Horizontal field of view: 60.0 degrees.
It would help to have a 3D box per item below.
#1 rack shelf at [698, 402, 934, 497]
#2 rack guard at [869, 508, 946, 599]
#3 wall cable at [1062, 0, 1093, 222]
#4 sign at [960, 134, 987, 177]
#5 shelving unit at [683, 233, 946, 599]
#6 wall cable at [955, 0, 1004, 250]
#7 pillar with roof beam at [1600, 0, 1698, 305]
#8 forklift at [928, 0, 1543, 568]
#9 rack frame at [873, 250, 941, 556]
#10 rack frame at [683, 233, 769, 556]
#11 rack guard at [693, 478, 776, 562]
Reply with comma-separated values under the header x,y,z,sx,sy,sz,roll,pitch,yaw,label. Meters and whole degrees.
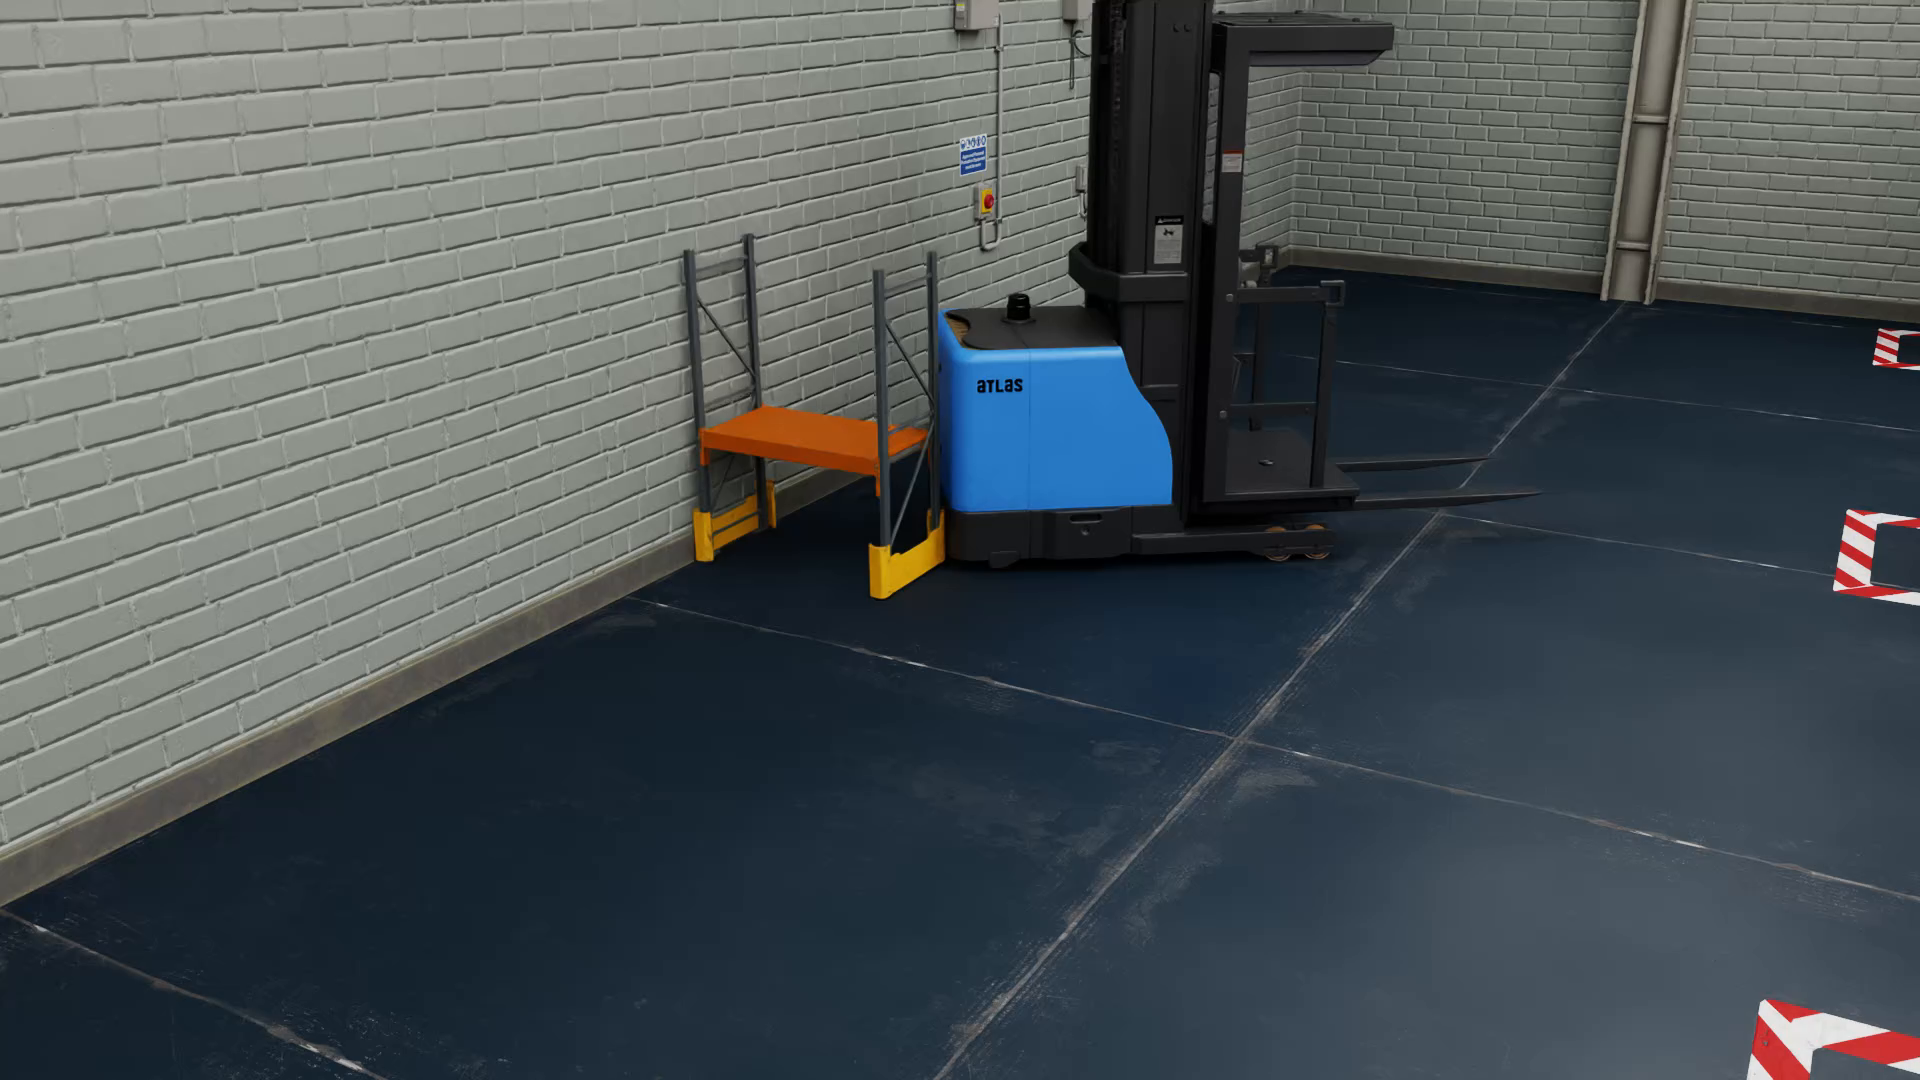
x,y,z,sx,sy,sz,roll,pitch,yaw,label
-0.673,-0.439,7.858,1.000,0.185,0.538,10,23,27,rack shelf
-0.242,0.057,7.787,0.087,0.250,0.587,10,23,27,rack guard
0.838,-3.067,10.932,0.122,1.984,0.588,11,23,27,wall cable
0.079,-2.288,9.879,0.001,0.218,0.327,11,23,27,sign
-0.683,-0.609,7.799,1.083,1.500,0.587,10,23,27,shelving unit
0.156,-2.658,9.758,0.123,1.953,0.585,11,23,27,wall cable
3.494,-4.968,8.865,0.400,9.000,9.100,11,23,27,pillar with roof beam
1.390,-1.450,8.064,3.031,2.935,1.130,-3,20,-7,forklift
-0.231,-0.526,7.561,0.032,1.500,0.500,10,23,27,rack frame
-1.118,-0.690,8.029,0.032,1.500,0.500,10,23,27,rack frame
-1.111,-0.104,8.245,0.087,0.250,0.587,10,23,27,rack guard
